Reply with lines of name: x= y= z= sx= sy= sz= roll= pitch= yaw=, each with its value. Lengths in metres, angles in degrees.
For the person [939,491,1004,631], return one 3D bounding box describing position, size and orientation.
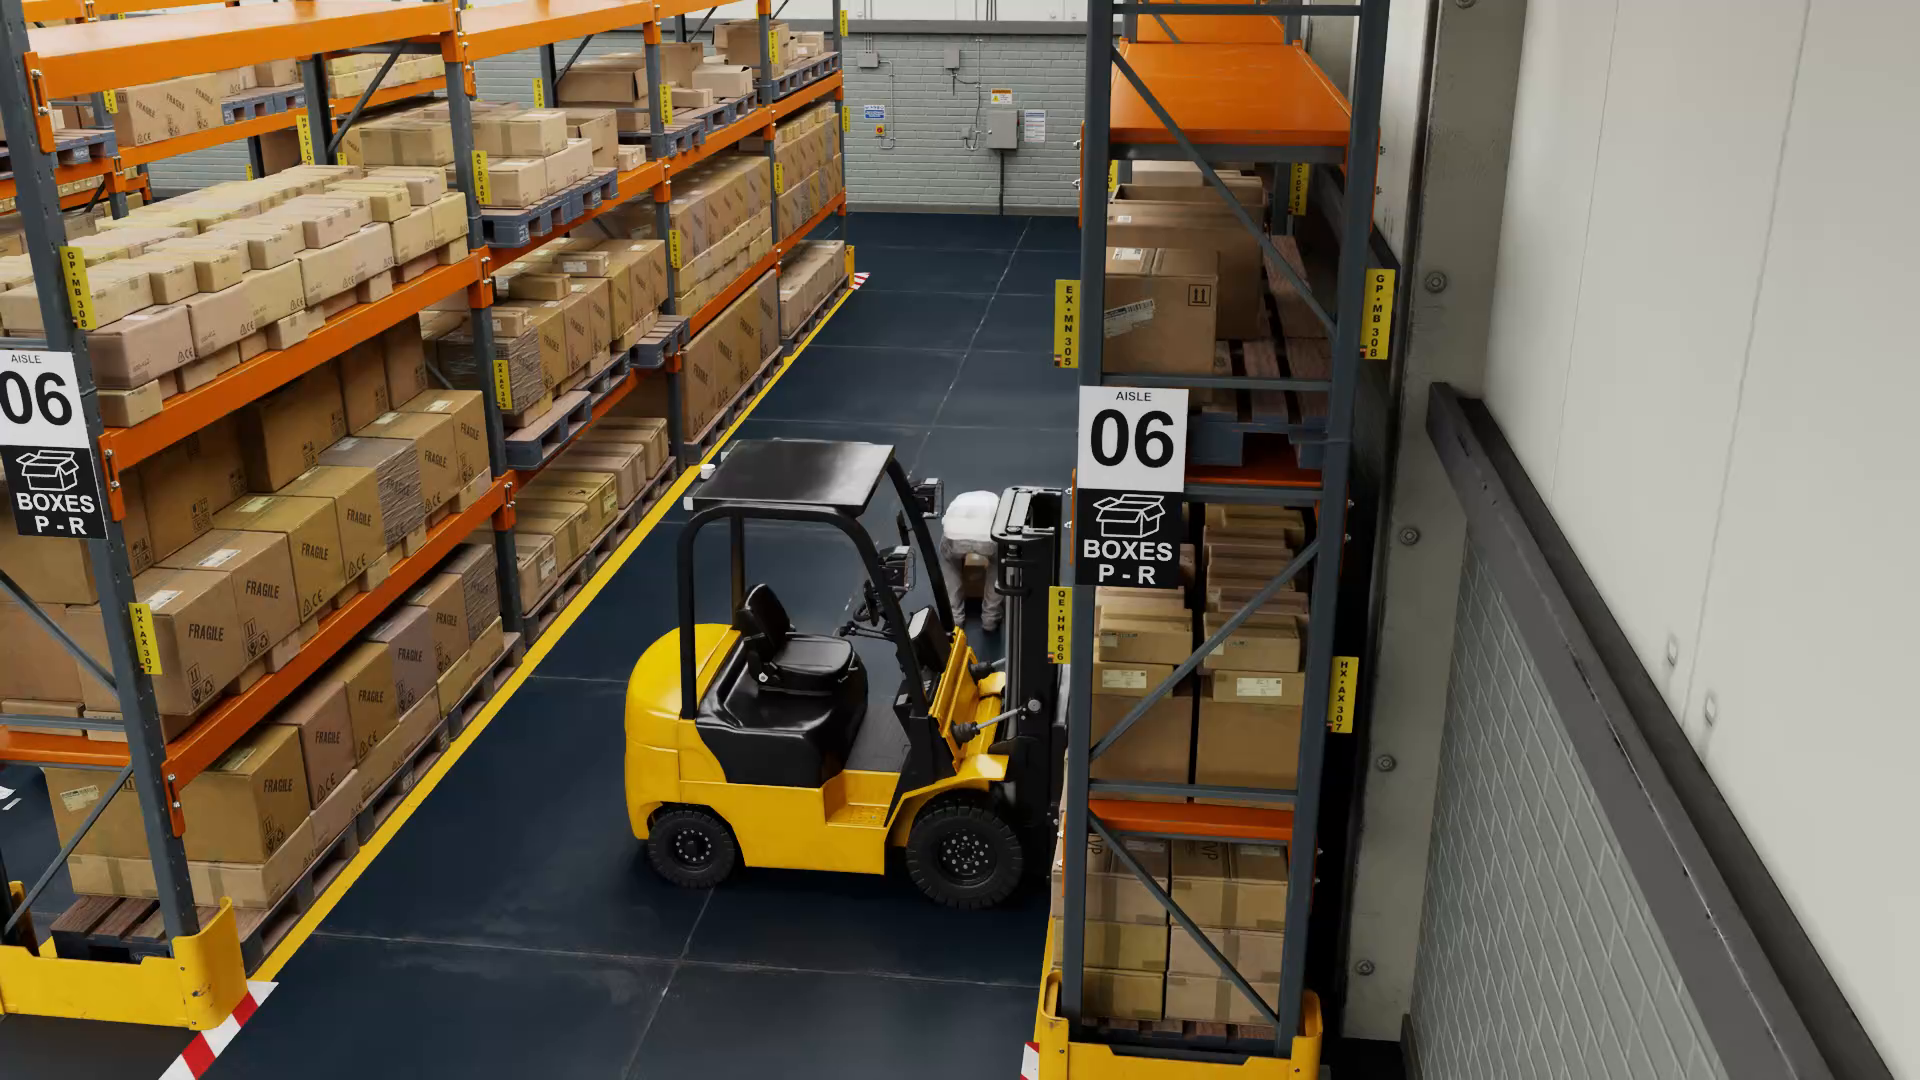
person: x=0.115 y=0.087 z=11.934 sx=0.516 sy=0.987 sz=0.981 roll=1 pitch=21 yaw=4
